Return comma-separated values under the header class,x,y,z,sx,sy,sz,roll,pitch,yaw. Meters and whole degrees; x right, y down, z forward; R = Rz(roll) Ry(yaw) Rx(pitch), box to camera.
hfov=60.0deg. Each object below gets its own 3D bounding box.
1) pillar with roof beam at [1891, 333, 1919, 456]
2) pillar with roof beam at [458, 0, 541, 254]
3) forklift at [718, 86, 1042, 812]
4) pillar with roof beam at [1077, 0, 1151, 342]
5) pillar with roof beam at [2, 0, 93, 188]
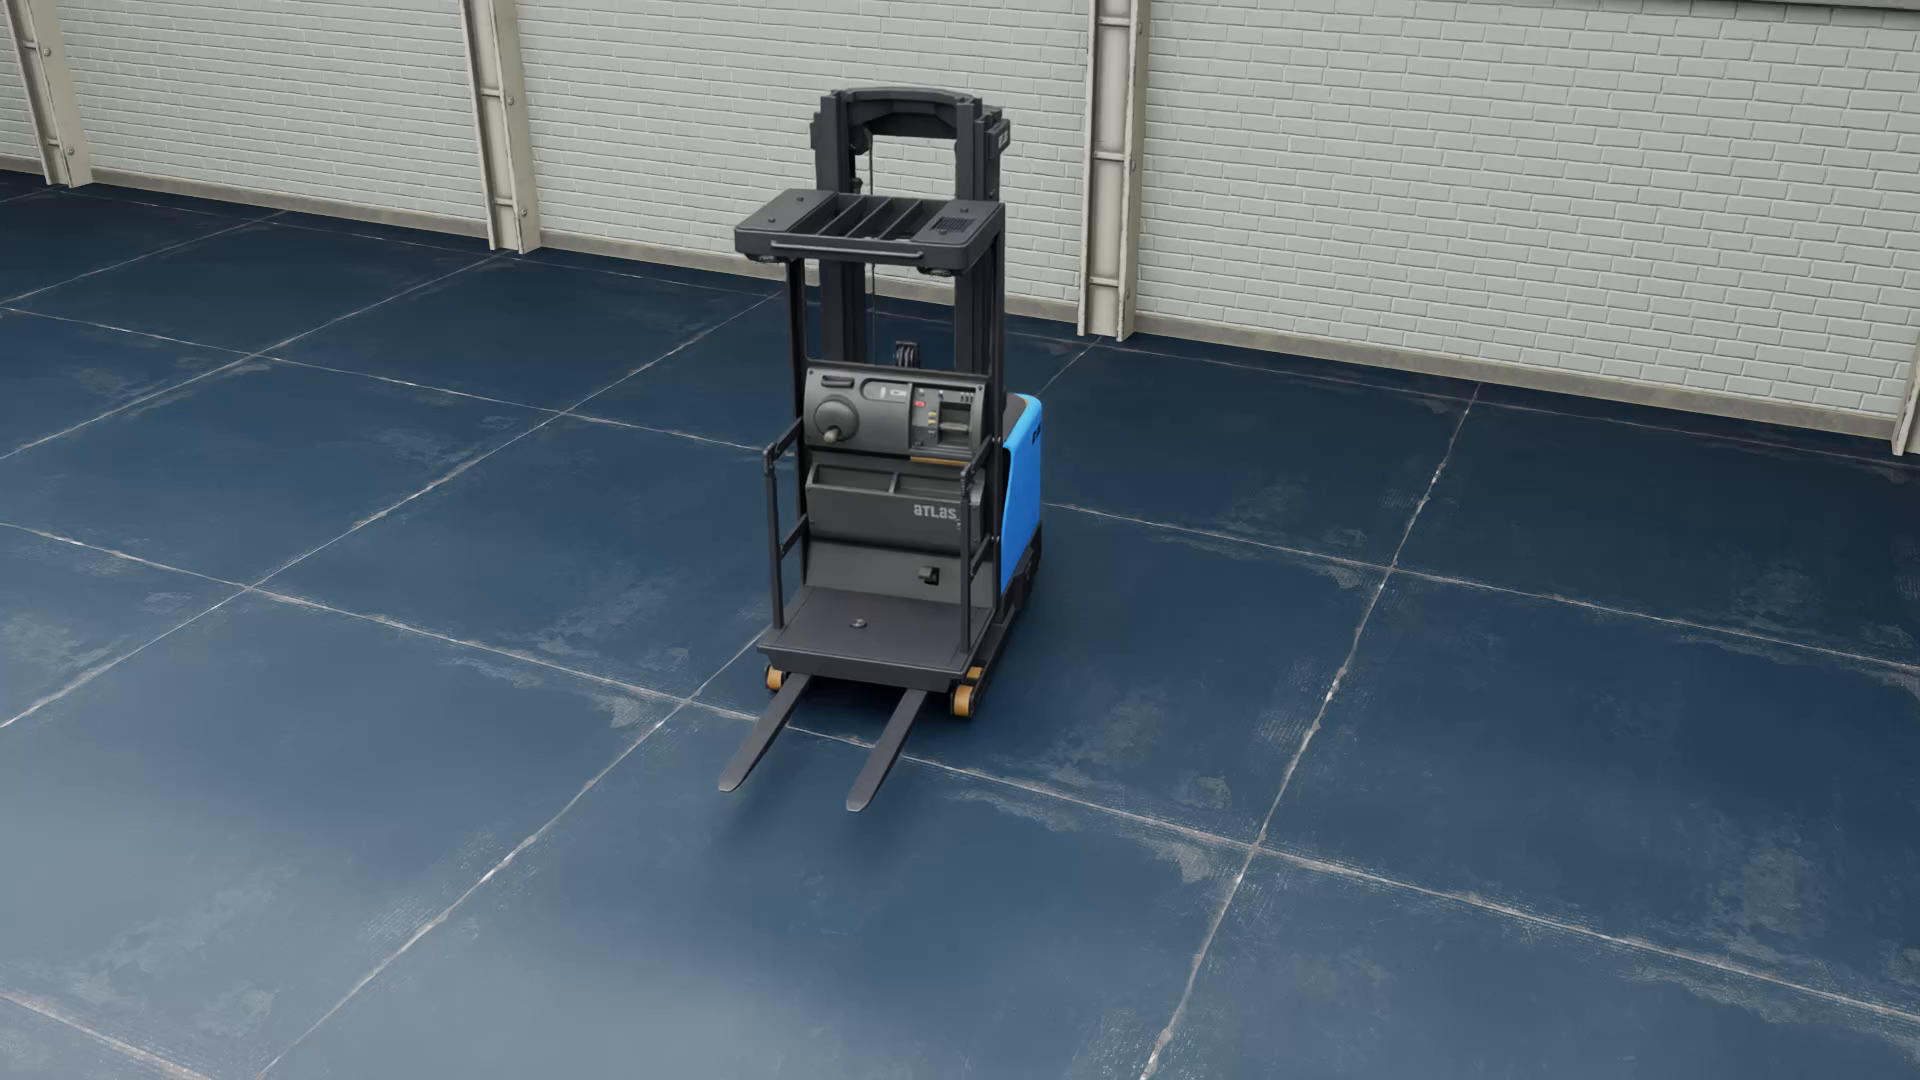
class,x,y,z,sx,sy,sz,roll,pitch,yaw
pillar with roof beam,4.886,-2.921,5.996,0.400,9.000,9.100,11,28,22
pillar with roof beam,-6.037,-5.115,10.452,0.400,9.000,9.100,11,28,22
forklift,-0.384,-0.604,8.158,1.130,2.935,3.031,7,27,13
pillar with roof beam,-0.576,-4.018,8.224,0.400,9.000,9.100,11,28,22
pillar with roof beam,-11.499,-6.212,12.680,0.400,9.000,9.100,11,28,22
